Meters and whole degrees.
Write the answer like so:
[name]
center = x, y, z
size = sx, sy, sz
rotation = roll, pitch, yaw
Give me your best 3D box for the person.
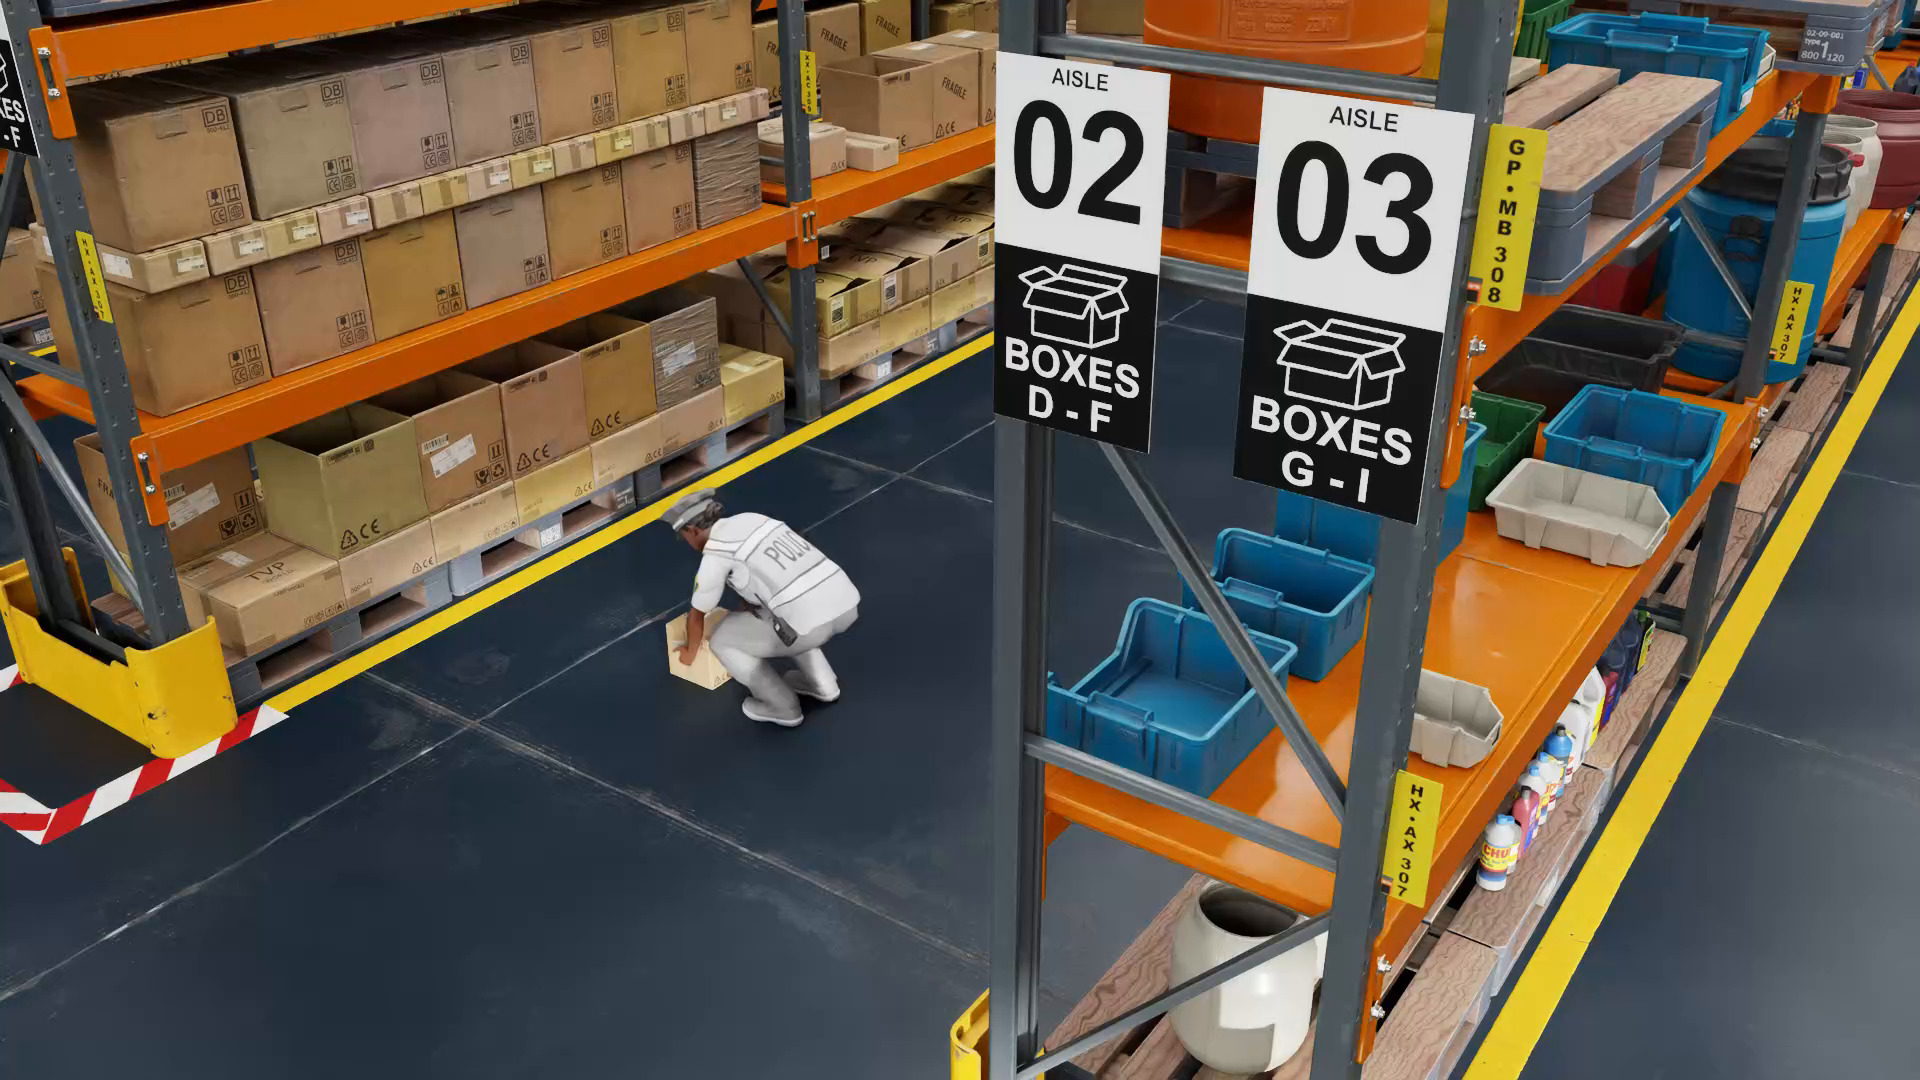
[person]
center = -0.833, 0.260, 6.921
size = 0.863, 0.931, 0.479
rotation = 17, 32, 30
